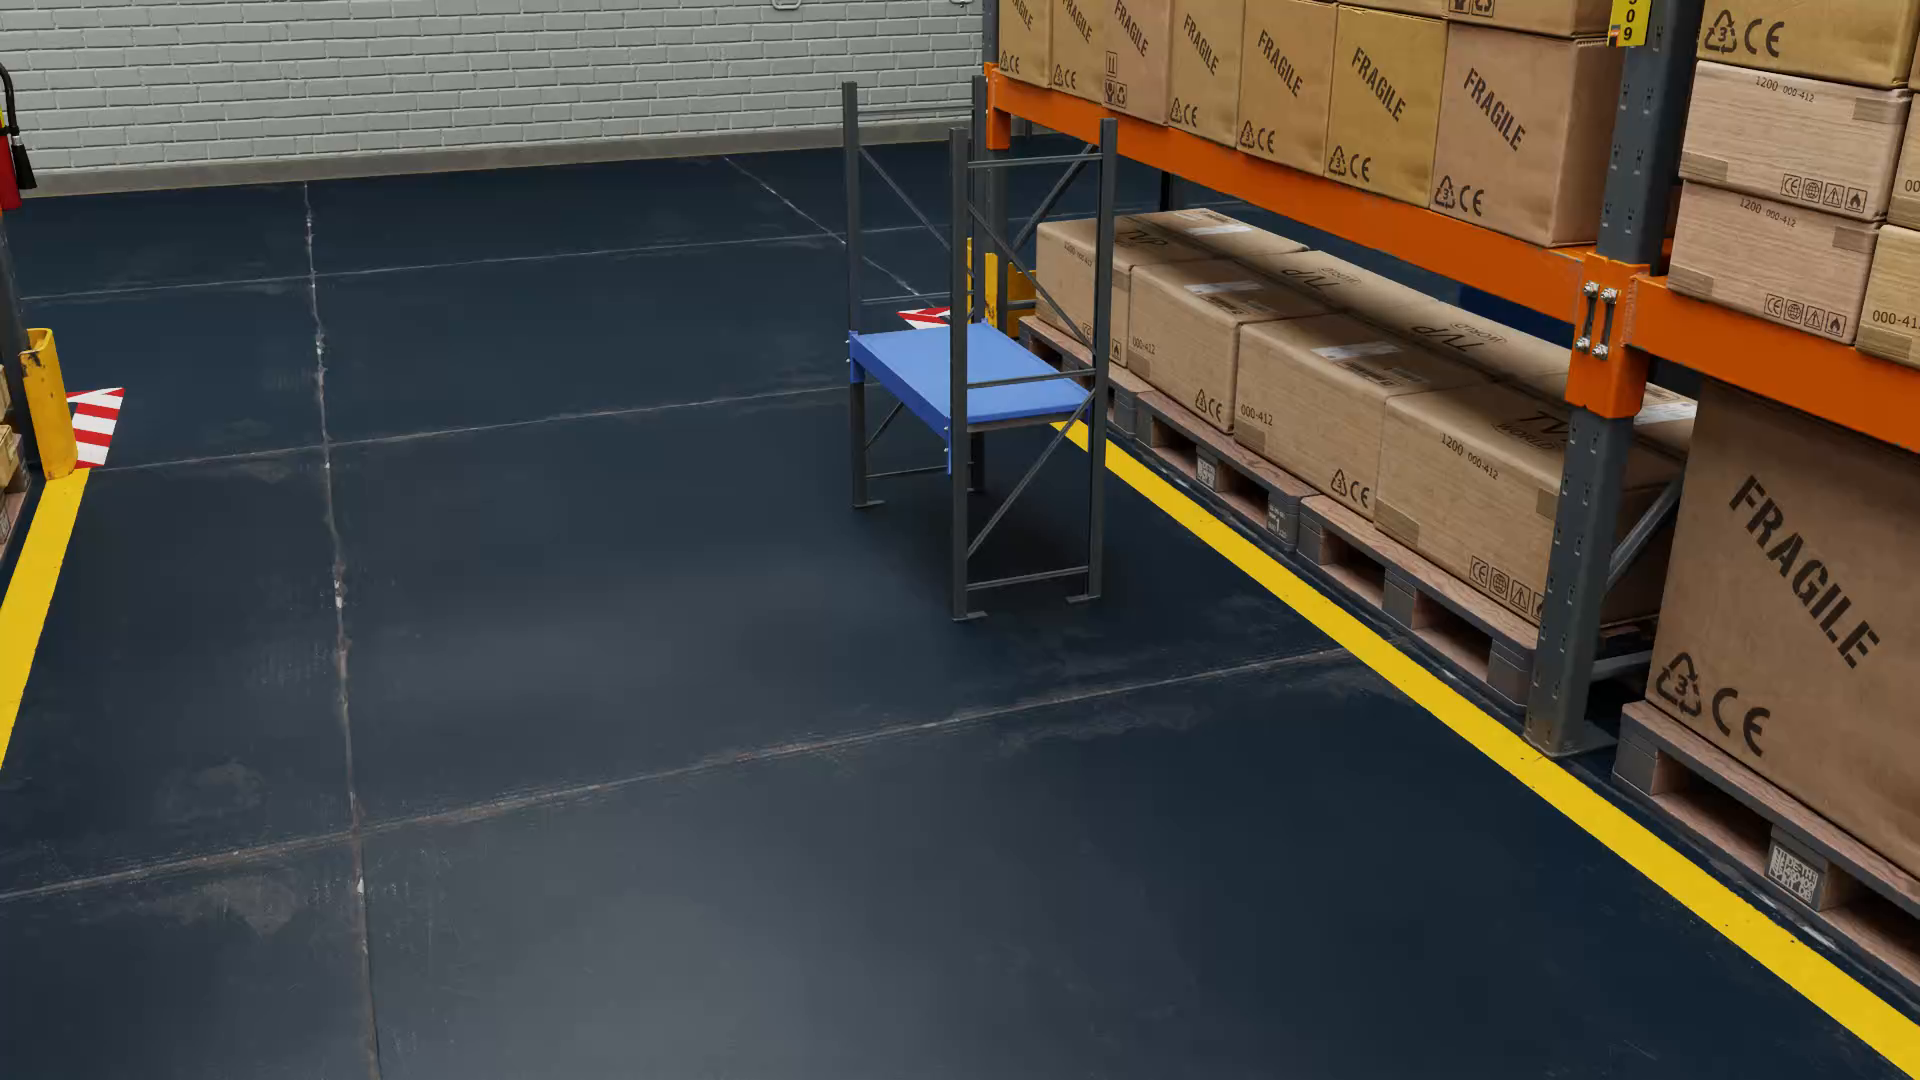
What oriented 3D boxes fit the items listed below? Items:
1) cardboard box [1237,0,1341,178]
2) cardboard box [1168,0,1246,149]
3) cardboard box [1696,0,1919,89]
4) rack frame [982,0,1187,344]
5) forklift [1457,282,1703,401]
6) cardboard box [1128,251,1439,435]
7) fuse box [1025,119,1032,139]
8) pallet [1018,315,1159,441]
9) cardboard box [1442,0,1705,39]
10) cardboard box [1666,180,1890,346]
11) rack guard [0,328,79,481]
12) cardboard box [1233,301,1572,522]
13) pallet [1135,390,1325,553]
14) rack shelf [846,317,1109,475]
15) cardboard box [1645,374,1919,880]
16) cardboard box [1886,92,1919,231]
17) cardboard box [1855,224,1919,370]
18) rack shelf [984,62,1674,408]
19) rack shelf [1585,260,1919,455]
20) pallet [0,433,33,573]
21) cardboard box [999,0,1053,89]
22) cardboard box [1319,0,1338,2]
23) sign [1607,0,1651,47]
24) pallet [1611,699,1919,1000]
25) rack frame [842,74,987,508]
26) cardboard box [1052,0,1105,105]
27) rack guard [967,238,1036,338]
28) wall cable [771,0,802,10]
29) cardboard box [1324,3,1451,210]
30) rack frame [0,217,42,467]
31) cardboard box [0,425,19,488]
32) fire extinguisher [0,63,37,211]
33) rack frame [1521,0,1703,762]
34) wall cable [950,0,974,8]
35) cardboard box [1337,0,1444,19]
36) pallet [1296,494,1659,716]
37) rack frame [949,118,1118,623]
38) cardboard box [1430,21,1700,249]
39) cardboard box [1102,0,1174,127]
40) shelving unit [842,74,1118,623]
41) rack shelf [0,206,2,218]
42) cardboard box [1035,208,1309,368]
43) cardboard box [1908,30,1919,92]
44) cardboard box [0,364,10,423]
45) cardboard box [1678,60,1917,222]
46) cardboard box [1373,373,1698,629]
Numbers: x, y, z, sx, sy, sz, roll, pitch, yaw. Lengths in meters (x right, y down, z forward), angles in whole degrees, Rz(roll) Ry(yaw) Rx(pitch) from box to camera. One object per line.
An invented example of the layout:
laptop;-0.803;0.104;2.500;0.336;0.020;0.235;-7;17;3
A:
cardboard box;1.218;-1.437;5.169;0.500;0.500;0.500;-9;24;-20
cardboard box;1.047;-1.630;5.625;0.500;0.500;0.500;-8;24;-17
cardboard box;1.886;-1.198;3.315;0.500;0.500;0.500;-8;24;-18
rack frame;0.586;-2.344;7.450;1.000;3.000;0.127;-8;24;-19
forklift;3.078;-1.528;5.602;1.130;2.935;3.031;-8;24;-17
cardboard box;1.244;-0.800;6.543;0.875;0.438;0.875;-8;24;-18
fuse box;0.589;-4.031;13.111;0.539;1.711;0.414;-8;24;-19
pallet;0.942;-0.779;7.328;1.003;0.211;1.213;-8;24;-19
cardboard box;1.574;-1.531;4.105;0.500;0.500;0.500;-9;24;-19
cardboard box;1.908;-0.626;3.565;0.500;0.250;0.500;-9;24;-20
rack guard;-3.982;-0.449;6.171;1.175;0.500;0.348;-8;24;-19
cardboard box;1.561;-0.472;5.765;0.875;0.438;0.875;-9;25;-21
pallet;1.369;-0.337;6.278;1.003;0.211;1.213;-8;24;-19
rack shelf;0.030;-0.494;5.455;0.538;0.185;1.000;-8;24;-19
cardboard box;2.293;0.109;3.824;0.875;0.875;0.875;-8;24;-17
cardboard box;2.101;-0.668;3.022;0.500;0.250;0.500;-8;24;-18
cardboard box;2.092;-0.438;3.120;0.500;0.250;0.500;-9;24;-20
rack shelf;1.293;-1.286;5.865;1.077;0.370;4.000;-8;24;-19
rack shelf;2.706;0.167;2.417;1.077;0.370;4.000;-8;24;-19
pallet;-3.728;-0.016;5.515;1.003;0.211;1.213;-8;24;-19
cardboard box;0.487;-2.176;6.923;0.500;0.500;0.500;-9;24;-19
cardboard box;1.214;-1.900;4.981;0.500;0.500;0.500;-8;24;-18
sign;1.480;-1.250;3.636;0.100;0.325;0.005;-8;24;-19
pallet;2.342;0.664;3.902;1.003;0.211;1.213;-8;24;-19
rack frame;-0.149;-0.845;5.823;0.500;1.500;0.032;-8;24;-19
cardboard box;0.692;-1.997;6.496;0.500;0.500;0.500;-9;24;-20
rack guard;0.578;-1.201;7.956;1.175;0.500;0.348;-8;24;-19
wall cable;-1.428;-4.872;12.100;0.585;1.953;0.123;-8;24;-19
cardboard box;1.409;-1.257;4.740;0.500;0.500;0.500;-9;24;-20
rack frame;-4.009;-1.628;5.751;1.000;3.000;0.127;-8;24;-19
cardboard box;-3.443;-0.266;5.649;0.380;0.149;0.250;-8;24;-17
fire extinguisher;-3.666;-1.576;6.206;0.296;0.674;0.183;-8;24;-19
rack frame;1.999;-0.891;4.001;1.000;3.000;0.127;-8;24;-19
wall cable;-0.105;-5.057;12.578;0.588;1.984;0.122;-8;24;-19
cardboard box;1.402;-1.717;4.545;0.500;0.500;0.500;-9;24;-20
pallet;1.804;0.107;5.224;1.003;0.211;1.213;-8;24;-19
rack frame;0.210;-0.475;4.947;0.500;1.500;0.032;-8;24;-19
cardboard box;1.596;-1.070;4.299;0.500;0.500;0.500;-8;24;-19
cardboard box;0.855;-1.809;6.052;0.500;0.500;0.500;-8;24;-19
shelving unit;0.030;-0.660;5.385;0.538;1.500;1.048;-8;24;-19
rack shelf;-3.303;-0.570;4.167;1.077;0.370;4.000;-8;24;-19
cardboard box;0.913;-1.131;7.329;0.875;0.438;0.875;-9;25;-21
cardboard box;2.091;-1.017;2.885;0.500;0.500;0.500;-8;24;-19
cardboard box;-3.556;-0.493;5.804;0.380;0.149;0.250;-9;24;-20
cardboard box;1.891;-0.854;3.462;0.500;0.250;0.500;-9;24;-21
cardboard box;1.878;-0.147;4.994;0.875;0.438;0.875;-9;24;-20
